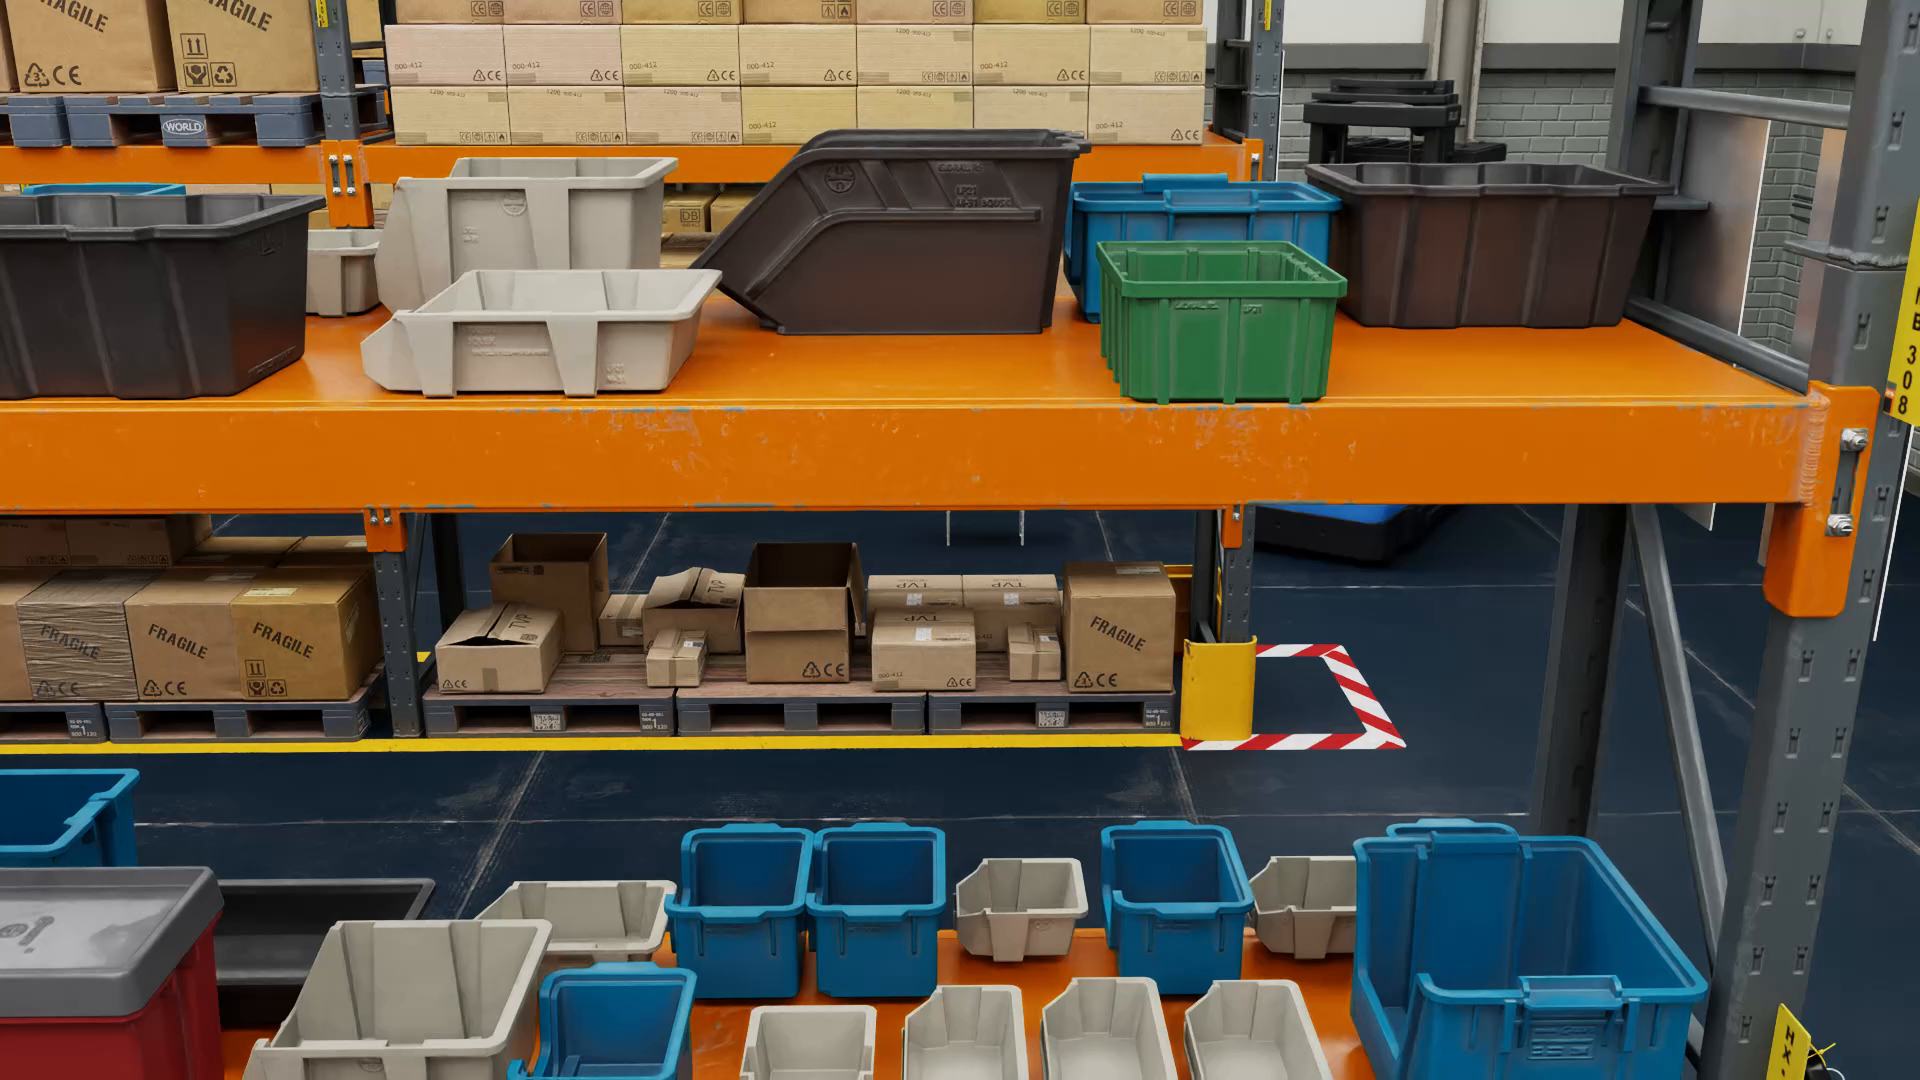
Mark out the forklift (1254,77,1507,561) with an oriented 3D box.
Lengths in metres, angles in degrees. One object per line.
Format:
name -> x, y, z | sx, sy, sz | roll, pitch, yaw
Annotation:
forklift -> 2.993, -1.661, 11.426 | 1.130, 2.935, 3.031 | 11, 21, 31

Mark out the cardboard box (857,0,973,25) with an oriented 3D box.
cardboard box -> -0.200, -2.571, 7.439 | 0.500, 0.500, 0.700 | 0, 18, -1

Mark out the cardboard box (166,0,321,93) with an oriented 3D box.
cardboard box -> -3.192, -2.362, 7.575 | 0.600, 0.600, 0.600 | -2, 18, -6

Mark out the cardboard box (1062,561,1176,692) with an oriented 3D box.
cardboard box -> 0.773, 0.421, 8.197 | 0.500, 0.500, 0.500 | 0, 18, -1

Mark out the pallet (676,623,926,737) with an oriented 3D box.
pallet -> -0.777, 0.700, 8.521 | 1.213, 0.211, 1.003 | 0, 18, -1

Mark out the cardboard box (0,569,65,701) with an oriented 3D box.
cardboard box -> -4.680, 0.457, 8.083 | 0.500, 0.500, 0.500 | -1, 18, -3

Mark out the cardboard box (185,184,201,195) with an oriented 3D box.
cardboard box -> -5.773, -2.594, 12.313 | 0.500, 0.250, 0.500 | -1, 18, -2

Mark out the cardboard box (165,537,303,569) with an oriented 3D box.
cardboard box -> -3.708, 0.296, 8.586 | 0.500, 0.500, 0.500 | 0, 18, 0

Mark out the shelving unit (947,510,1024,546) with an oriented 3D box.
shelving unit -> 0.165, -0.572, 10.867 | 0.503, 1.200, 0.258 | 0, 18, -1

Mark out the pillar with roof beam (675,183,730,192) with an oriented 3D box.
pillar with roof beam -> -2.015, -3.941, 8.600 | 0.400, 9.000, 9.100 | 0, 18, -1

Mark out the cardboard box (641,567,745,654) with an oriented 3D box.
cardboard box -> -1.372, 0.359, 8.698 | 0.500, 0.311, 0.500 | 0, 18, -1

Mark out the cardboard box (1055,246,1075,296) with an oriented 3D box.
cardboard box -> 0.367, -1.073, 7.680 | 0.500, 0.500, 0.500 | 0, 18, 1

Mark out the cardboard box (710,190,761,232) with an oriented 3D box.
cardboard box -> -1.496, -2.274, 12.734 | 0.700, 0.700, 0.980 | -1, 18, -2

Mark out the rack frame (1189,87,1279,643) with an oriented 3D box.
rack frame -> 1.312, -0.638, 8.125 | 0.127, 3.000, 1.000 | 0, 18, -1

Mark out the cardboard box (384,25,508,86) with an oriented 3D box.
cardboard box -> -2.197, -2.140, 7.324 | 0.500, 0.250, 0.500 | 0, 18, -1

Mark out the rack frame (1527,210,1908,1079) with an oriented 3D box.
rack frame -> 1.387, 0.875, 3.409 | 0.127, 3.000, 1.000 | 0, 18, -1

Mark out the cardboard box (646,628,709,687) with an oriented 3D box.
cardboard box -> -1.399, 0.578, 8.253 | 0.250, 0.166, 0.380 | 0, 18, -1

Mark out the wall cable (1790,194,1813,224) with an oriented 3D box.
wall cable -> 6.891, -3.447, 12.144 | 0.112, 2.526, 3.097 | 0, 18, -1

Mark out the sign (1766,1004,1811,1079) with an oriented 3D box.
sign -> 1.412, 0.965, 2.861 | 0.005, 0.325, 0.100 | 0, 18, -1

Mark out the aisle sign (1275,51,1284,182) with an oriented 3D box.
aisle sign -> 1.386, -1.782, 7.437 | 0.004, 0.787, 0.394 | 0, 18, -1

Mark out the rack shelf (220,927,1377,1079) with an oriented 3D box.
rack shelf -> -0.613, 1.227, 3.489 | 4.000, 0.370, 1.077 | 0, 18, -1

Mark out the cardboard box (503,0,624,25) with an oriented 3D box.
cardboard box -> -1.699, -2.544, 7.355 | 0.500, 0.500, 0.700 | 0, 18, -1

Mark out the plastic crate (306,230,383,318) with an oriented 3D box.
plastic crate -> -1.347, -0.531, 3.312 | 0.466, 0.136, 0.293 | 0, 18, -1

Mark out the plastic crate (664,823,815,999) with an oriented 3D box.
plastic crate -> -0.482, 0.835, 3.711 | 0.300, 0.233, 0.416 | 0, 18, -1

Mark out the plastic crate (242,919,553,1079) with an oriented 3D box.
plastic crate -> -1.083, 0.971, 3.205 | 0.530, 0.282, 0.437 | 0, 18, -1

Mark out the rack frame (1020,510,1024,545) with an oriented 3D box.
rack frame -> 0.409, -0.573, 10.870 | 0.015, 1.200, 0.240 | 0, 18, -1

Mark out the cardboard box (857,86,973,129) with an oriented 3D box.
cardboard box -> -0.197, -1.906, 7.414 | 0.500, 0.250, 0.500 | 0, 18, -1

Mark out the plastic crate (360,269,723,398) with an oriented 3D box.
plastic crate -> -0.675, -0.342, 2.724 | 0.530, 0.136, 0.437 | 0, 18, -1

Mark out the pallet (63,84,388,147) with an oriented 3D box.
pallet -> -3.340, -1.976, 7.693 | 1.003, 0.211, 1.213 | 0, 18, -1

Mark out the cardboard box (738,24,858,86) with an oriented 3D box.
cardboard box -> -0.697, -2.144, 7.337 | 0.500, 0.250, 0.500 | 0, 18, -1

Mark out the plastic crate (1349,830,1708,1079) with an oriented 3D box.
plastic crate -> 1.055, 0.888, 3.212 | 0.499, 0.435, 0.616 | 0, 18, -1

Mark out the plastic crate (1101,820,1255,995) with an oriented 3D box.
plastic crate -> 0.477, 0.830, 3.725 | 0.300, 0.233, 0.416 | 0, 18, -1

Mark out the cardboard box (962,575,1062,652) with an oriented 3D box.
cardboard box -> 0.264, 0.380, 8.732 | 0.500, 0.250, 0.500 | 0, 18, -1

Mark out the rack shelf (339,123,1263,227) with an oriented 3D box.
rack shelf -> -0.687, -1.714, 7.747 | 4.000, 0.370, 1.077 | 0, 18, -1

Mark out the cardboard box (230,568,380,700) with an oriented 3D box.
cardboard box -> -3.176, 0.452, 8.099 | 0.500, 0.500, 0.500 | 0, 18, -1

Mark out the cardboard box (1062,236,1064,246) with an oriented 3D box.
cardboard box -> 0.342, -1.235, 8.186 | 0.500, 0.500, 0.500 | 0, 18, 0

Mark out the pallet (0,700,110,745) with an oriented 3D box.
pallet -> -4.723, 0.732, 8.422 | 1.213, 0.211, 1.003 | 0, 18, -1

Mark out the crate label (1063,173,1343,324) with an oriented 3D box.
crate label -> 0.459, -0.577, 3.267 | 0.502, 0.251, 0.408 | 0, 18, -1

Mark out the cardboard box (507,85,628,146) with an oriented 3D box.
cardboard box -> -1.697, -1.903, 7.405 | 0.500, 0.250, 0.500 | 0, 18, -1

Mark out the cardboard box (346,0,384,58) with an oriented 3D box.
cardboard box -> -4.206, -3.824, 12.262 | 0.500, 0.500, 0.700 | -1, 18, -2

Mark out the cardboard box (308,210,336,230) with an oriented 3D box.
cardboard box -> -4.738, -2.242, 12.442 | 0.500, 0.500, 0.500 | 0, 18, 1

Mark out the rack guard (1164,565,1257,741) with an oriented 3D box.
rack guard -> 1.236, 0.553, 8.506 | 0.348, 0.500, 1.175 | 0, 18, -1

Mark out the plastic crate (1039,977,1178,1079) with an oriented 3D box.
plastic crate -> 0.284, 1.028, 3.265 | 0.243, 0.136, 0.396 | 0, 18, -1

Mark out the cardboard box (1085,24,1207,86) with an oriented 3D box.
cardboard box -> 0.803, -2.152, 7.363 | 0.500, 0.250, 0.500 | 0, 18, -1

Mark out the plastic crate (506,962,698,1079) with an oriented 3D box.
plastic crate -> -0.662, 1.014, 3.150 | 0.300, 0.233, 0.416 | 0, 18, -1
